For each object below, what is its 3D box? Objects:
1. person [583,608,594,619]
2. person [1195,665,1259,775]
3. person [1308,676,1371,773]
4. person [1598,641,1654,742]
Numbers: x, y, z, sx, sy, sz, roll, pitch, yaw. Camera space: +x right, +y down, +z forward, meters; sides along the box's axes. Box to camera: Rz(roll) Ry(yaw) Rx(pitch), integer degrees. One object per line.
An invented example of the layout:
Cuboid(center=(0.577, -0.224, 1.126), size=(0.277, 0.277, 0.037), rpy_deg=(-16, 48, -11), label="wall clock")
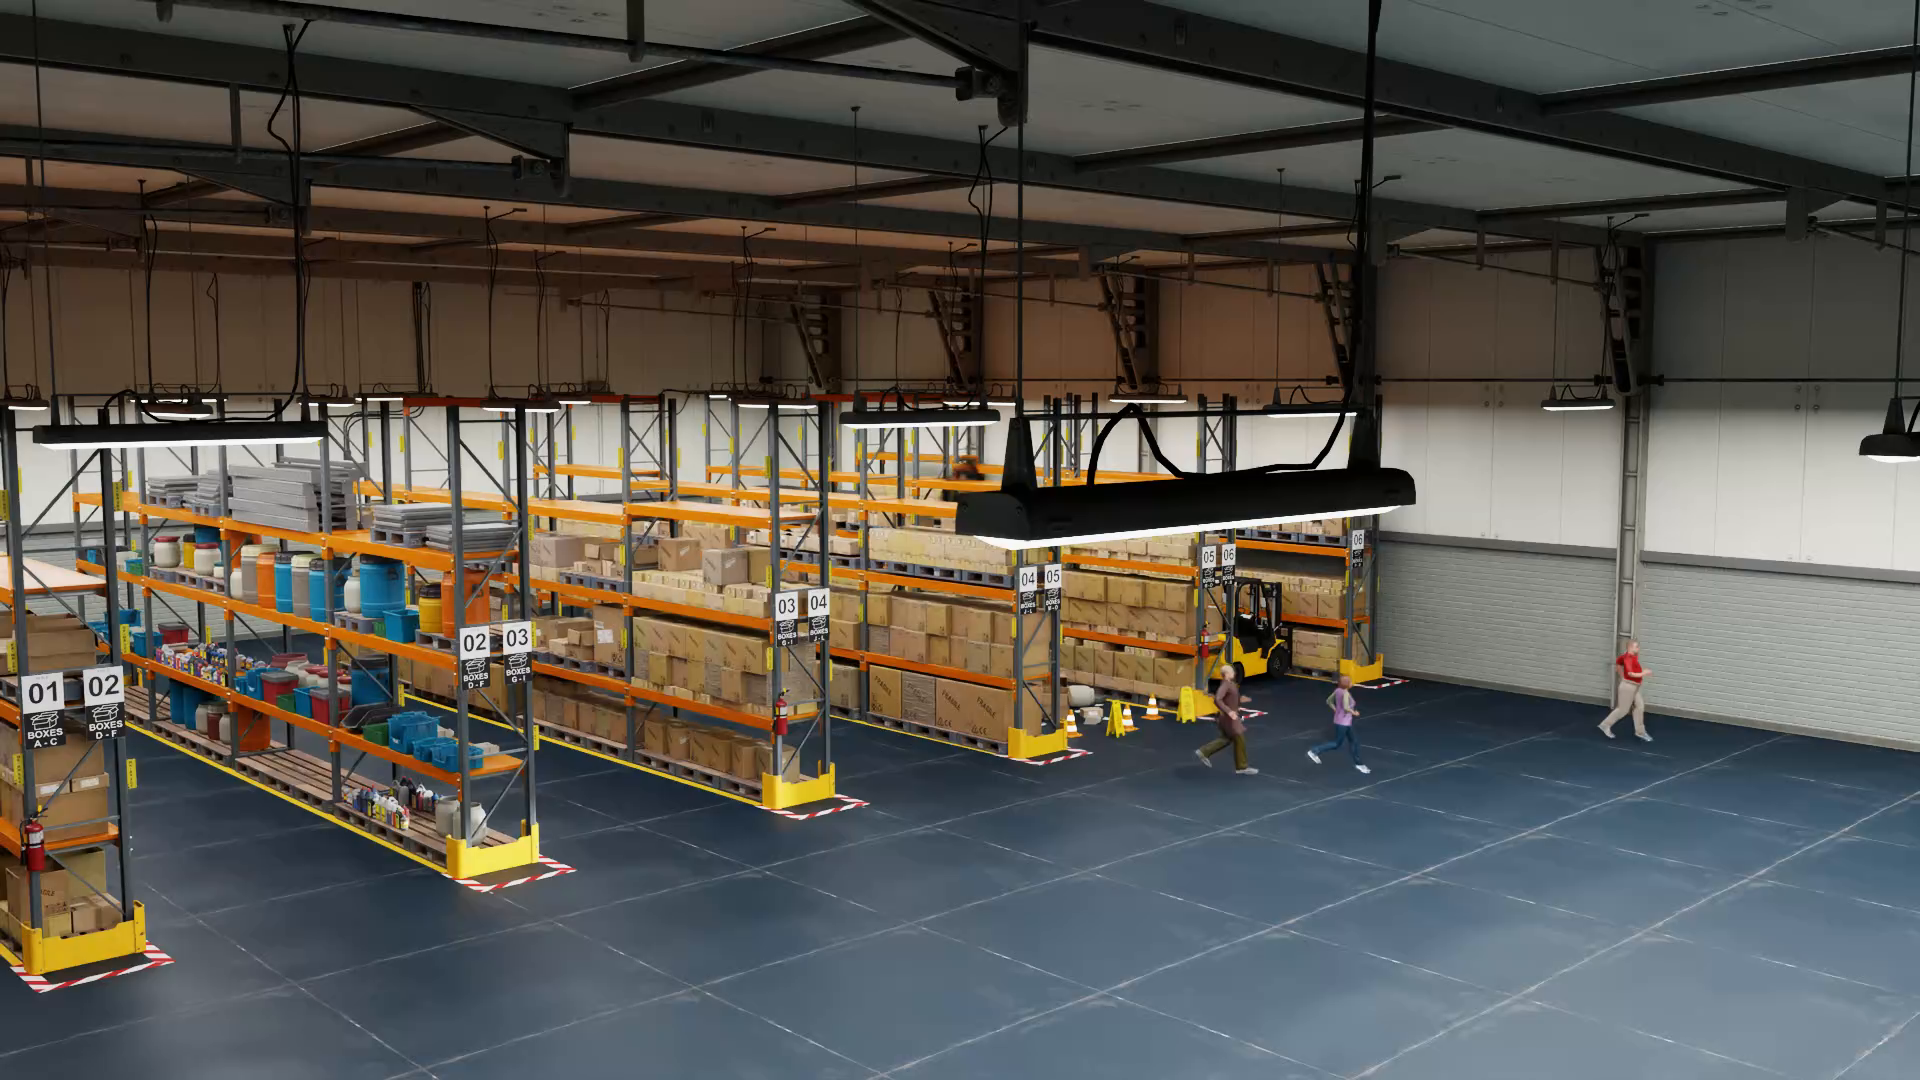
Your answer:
Cuboid(center=(-9.079, 1.492, 41.116), size=(0.865, 1.735, 0.718), rpy_deg=(1, 6, 8), label="person")
Cuboid(center=(4.279, 2.913, 26.622), size=(1.017, 1.669, 0.716), rpy_deg=(0, 6, 5), label="person")
Cuboid(center=(6.106, 2.970, 26.691), size=(1.035, 1.596, 0.510), rpy_deg=(0, 6, 4), label="person")
Cuboid(center=(11.703, 2.642, 29.145), size=(0.908, 1.762, 0.681), rpy_deg=(3, 6, 25), label="person")
